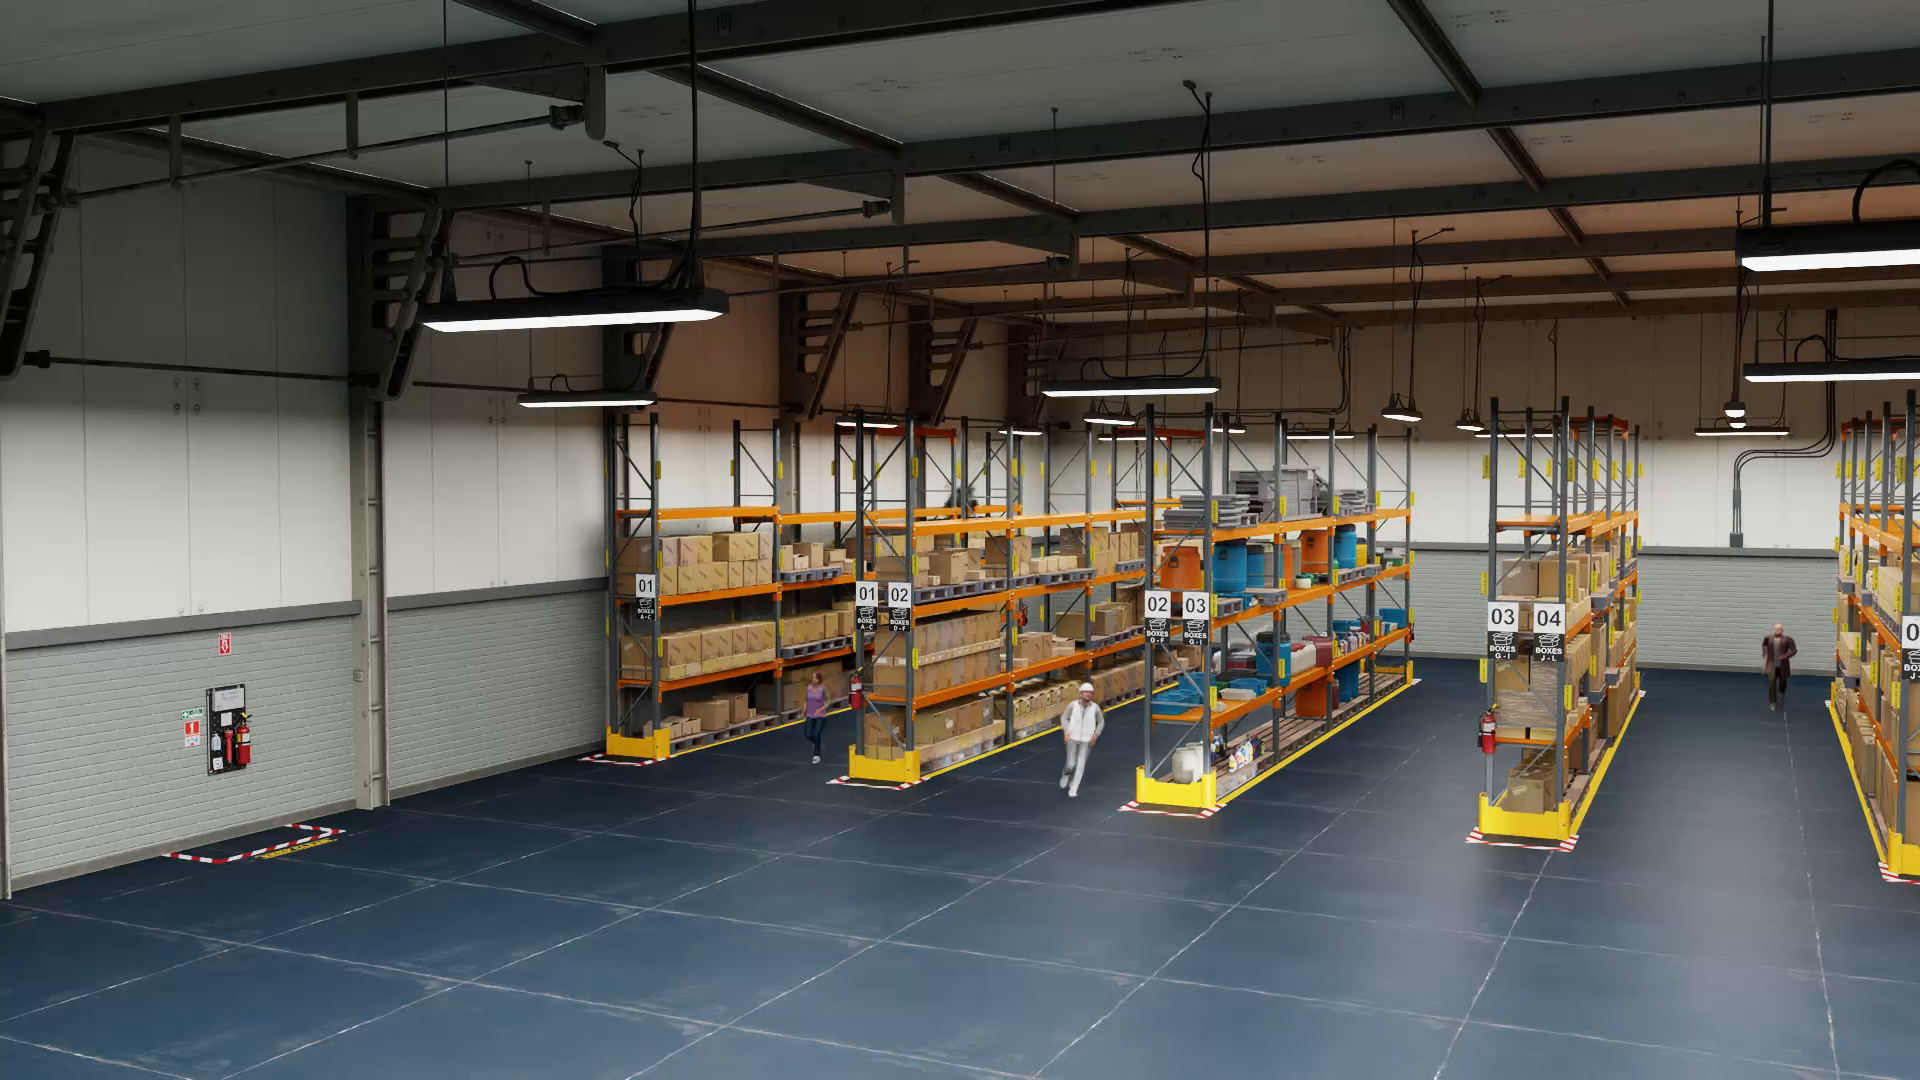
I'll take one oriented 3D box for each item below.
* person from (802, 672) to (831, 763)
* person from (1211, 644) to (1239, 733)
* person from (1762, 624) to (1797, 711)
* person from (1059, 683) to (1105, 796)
[{"bbox_3d":[-2.470,3.035,28.508,0.538,1.561,0.534,1,2,15],"label":"person"},{"bbox_3d":[5.170,2.809,32.056,0.710,1.740,1.030,1,3,28],"label":"person"},{"bbox_3d":[17.232,2.664,34.992,0.674,1.805,1.202,1,3,29],"label":"person"},{"bbox_3d":[1.892,3.065,25.691,0.699,1.727,0.559,0,2,1],"label":"person"}]
